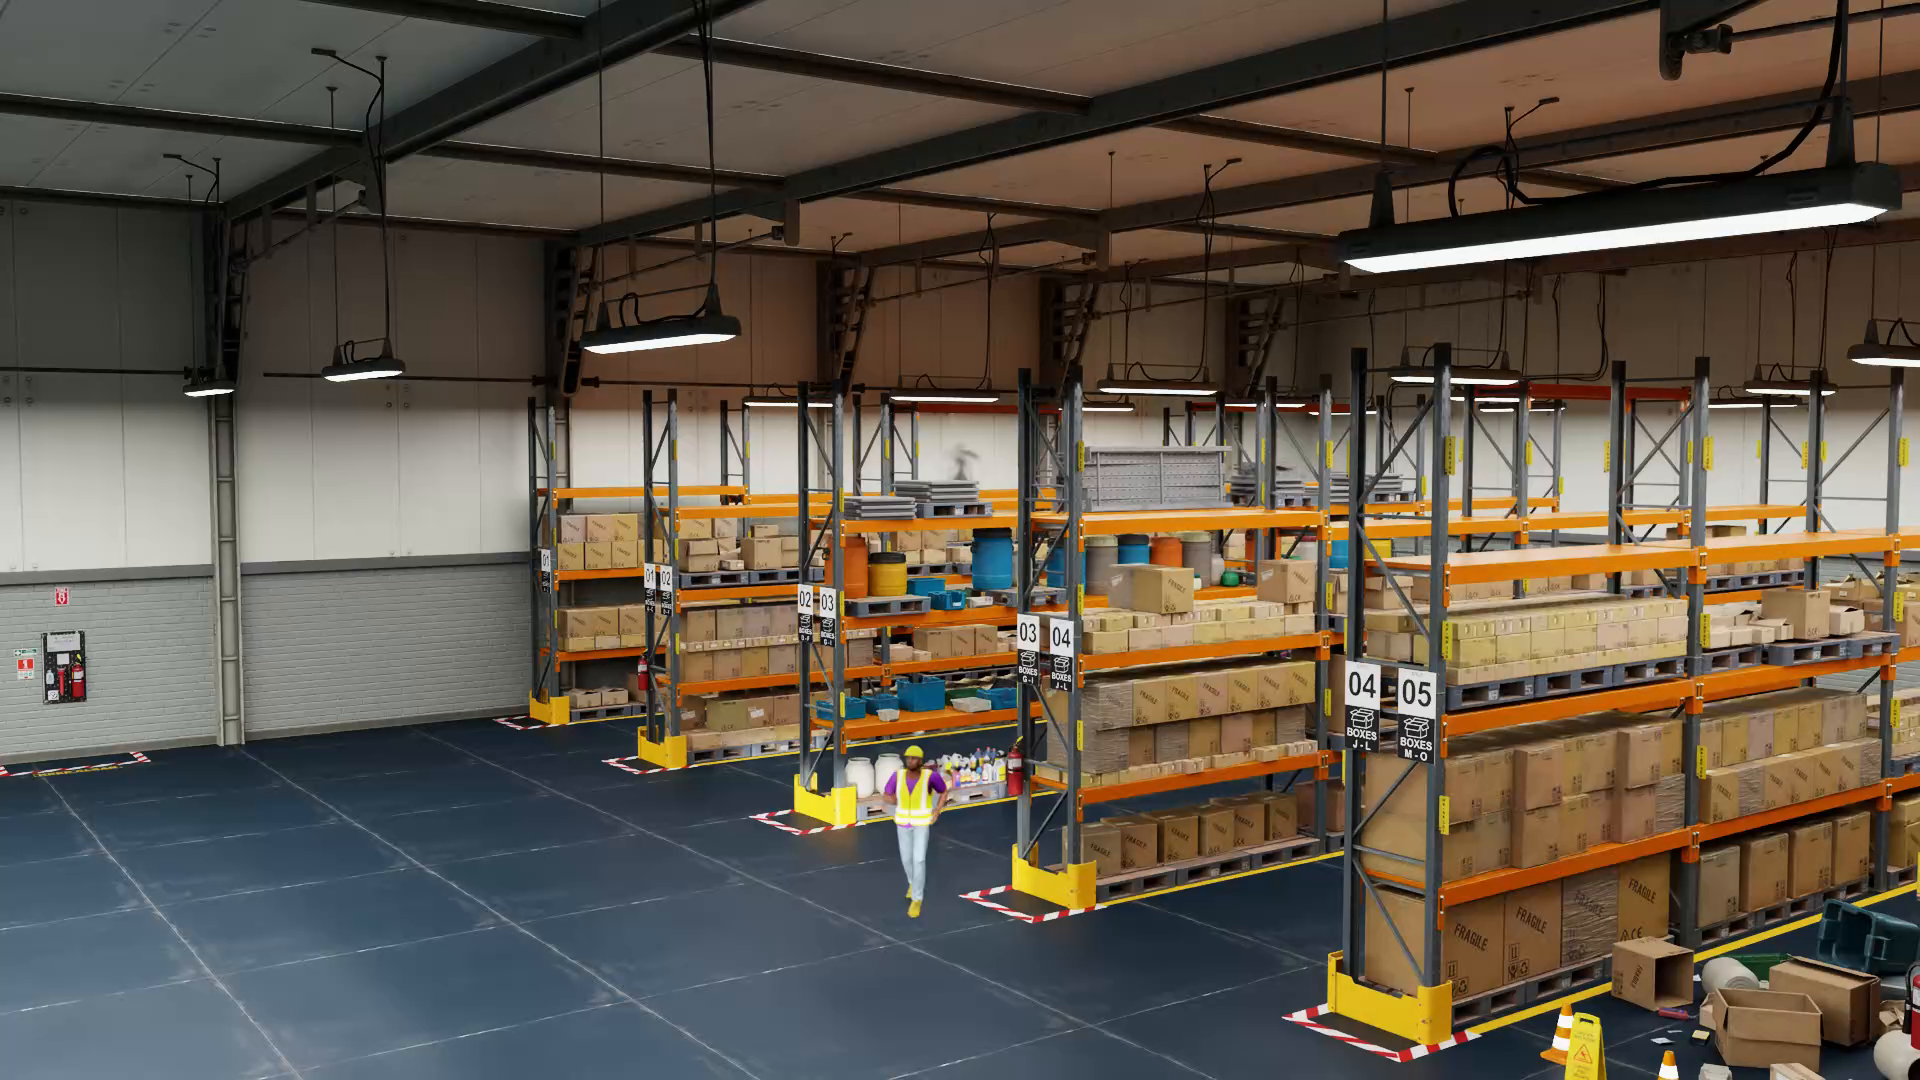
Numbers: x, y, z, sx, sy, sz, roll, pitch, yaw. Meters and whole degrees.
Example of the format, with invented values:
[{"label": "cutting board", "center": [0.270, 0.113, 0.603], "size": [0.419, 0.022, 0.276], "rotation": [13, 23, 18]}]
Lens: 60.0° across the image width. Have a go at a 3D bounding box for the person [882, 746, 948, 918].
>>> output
[{"label": "person", "center": [-0.538, 3.176, 18.436], "size": [0.698, 1.804, 0.841], "rotation": [1, 4, 18]}]
